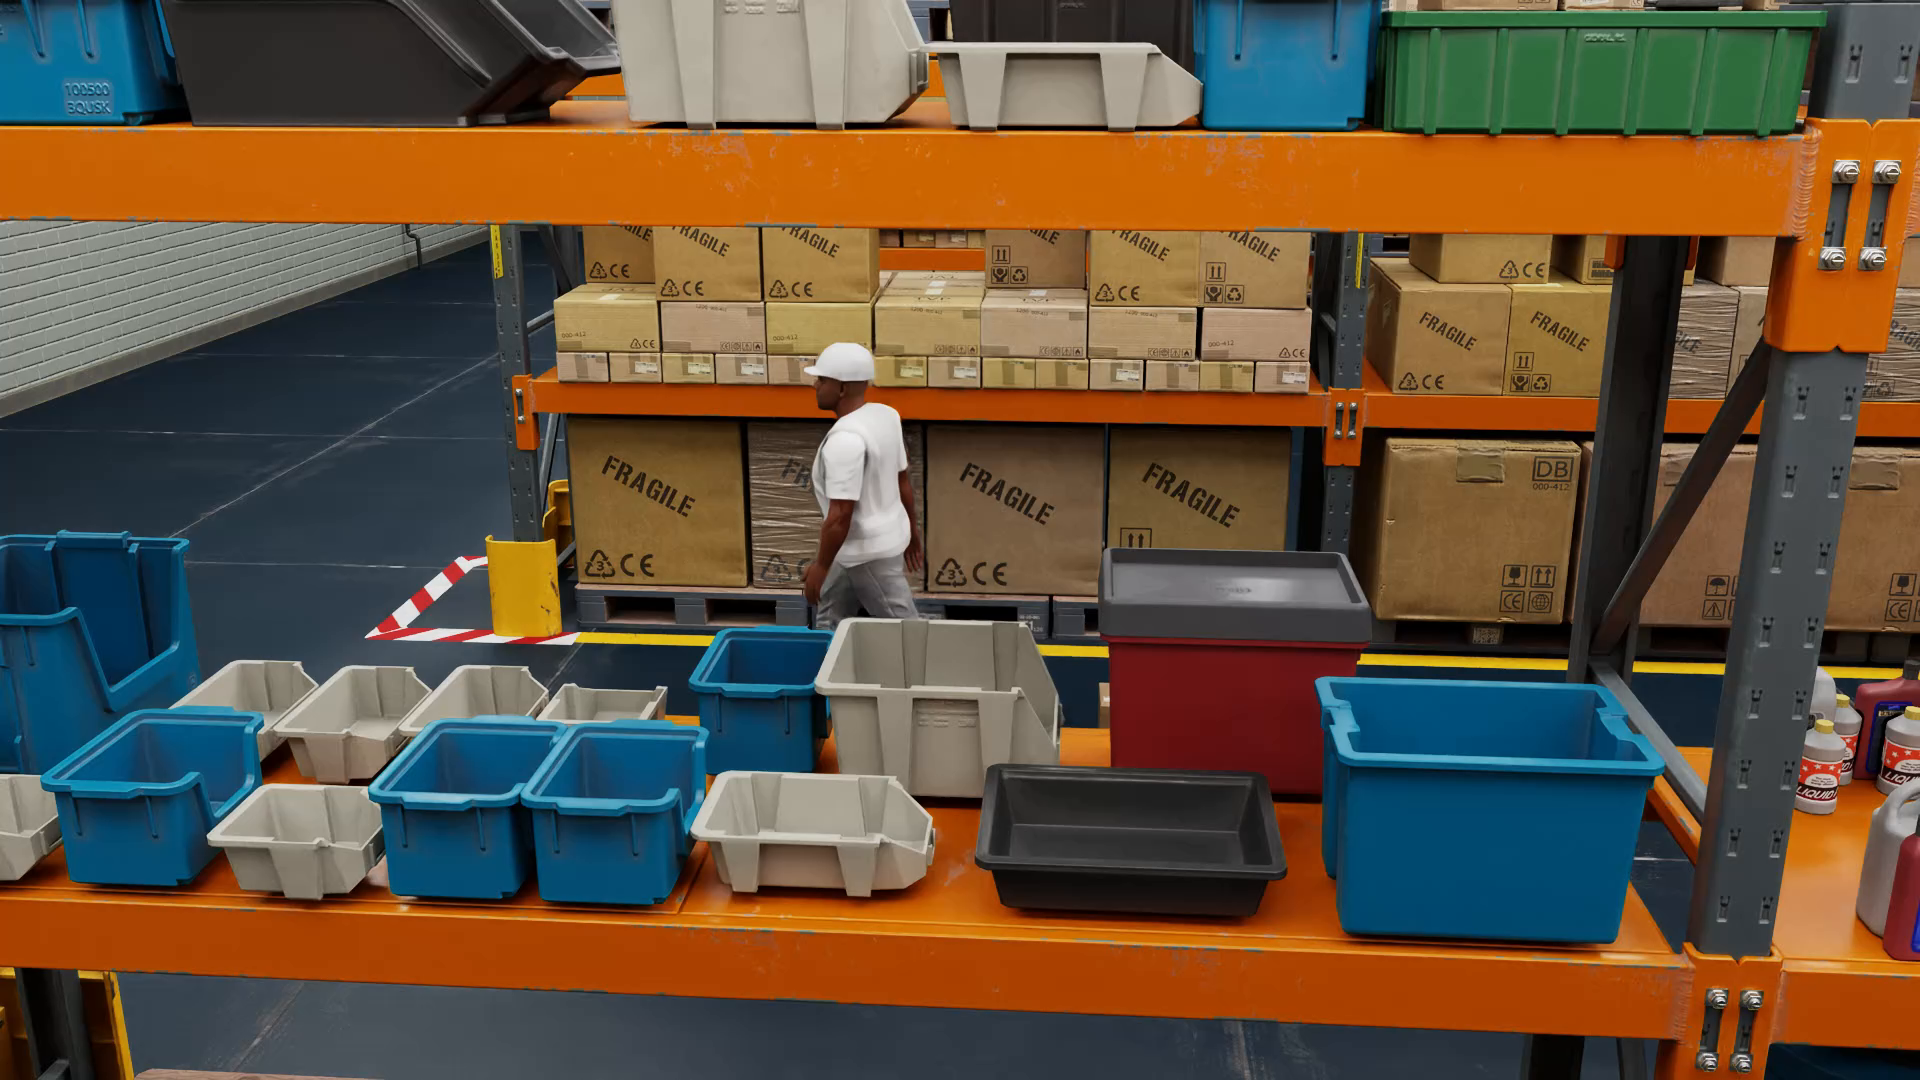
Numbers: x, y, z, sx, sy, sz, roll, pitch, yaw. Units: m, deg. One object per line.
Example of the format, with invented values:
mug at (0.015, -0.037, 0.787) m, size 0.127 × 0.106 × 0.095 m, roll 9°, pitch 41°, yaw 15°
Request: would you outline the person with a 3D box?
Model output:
person at (-0.448, 0.021, 6.935) m, size 1.052 × 1.698 × 0.603 m, roll 2°, pitch 18°, yaw 7°
